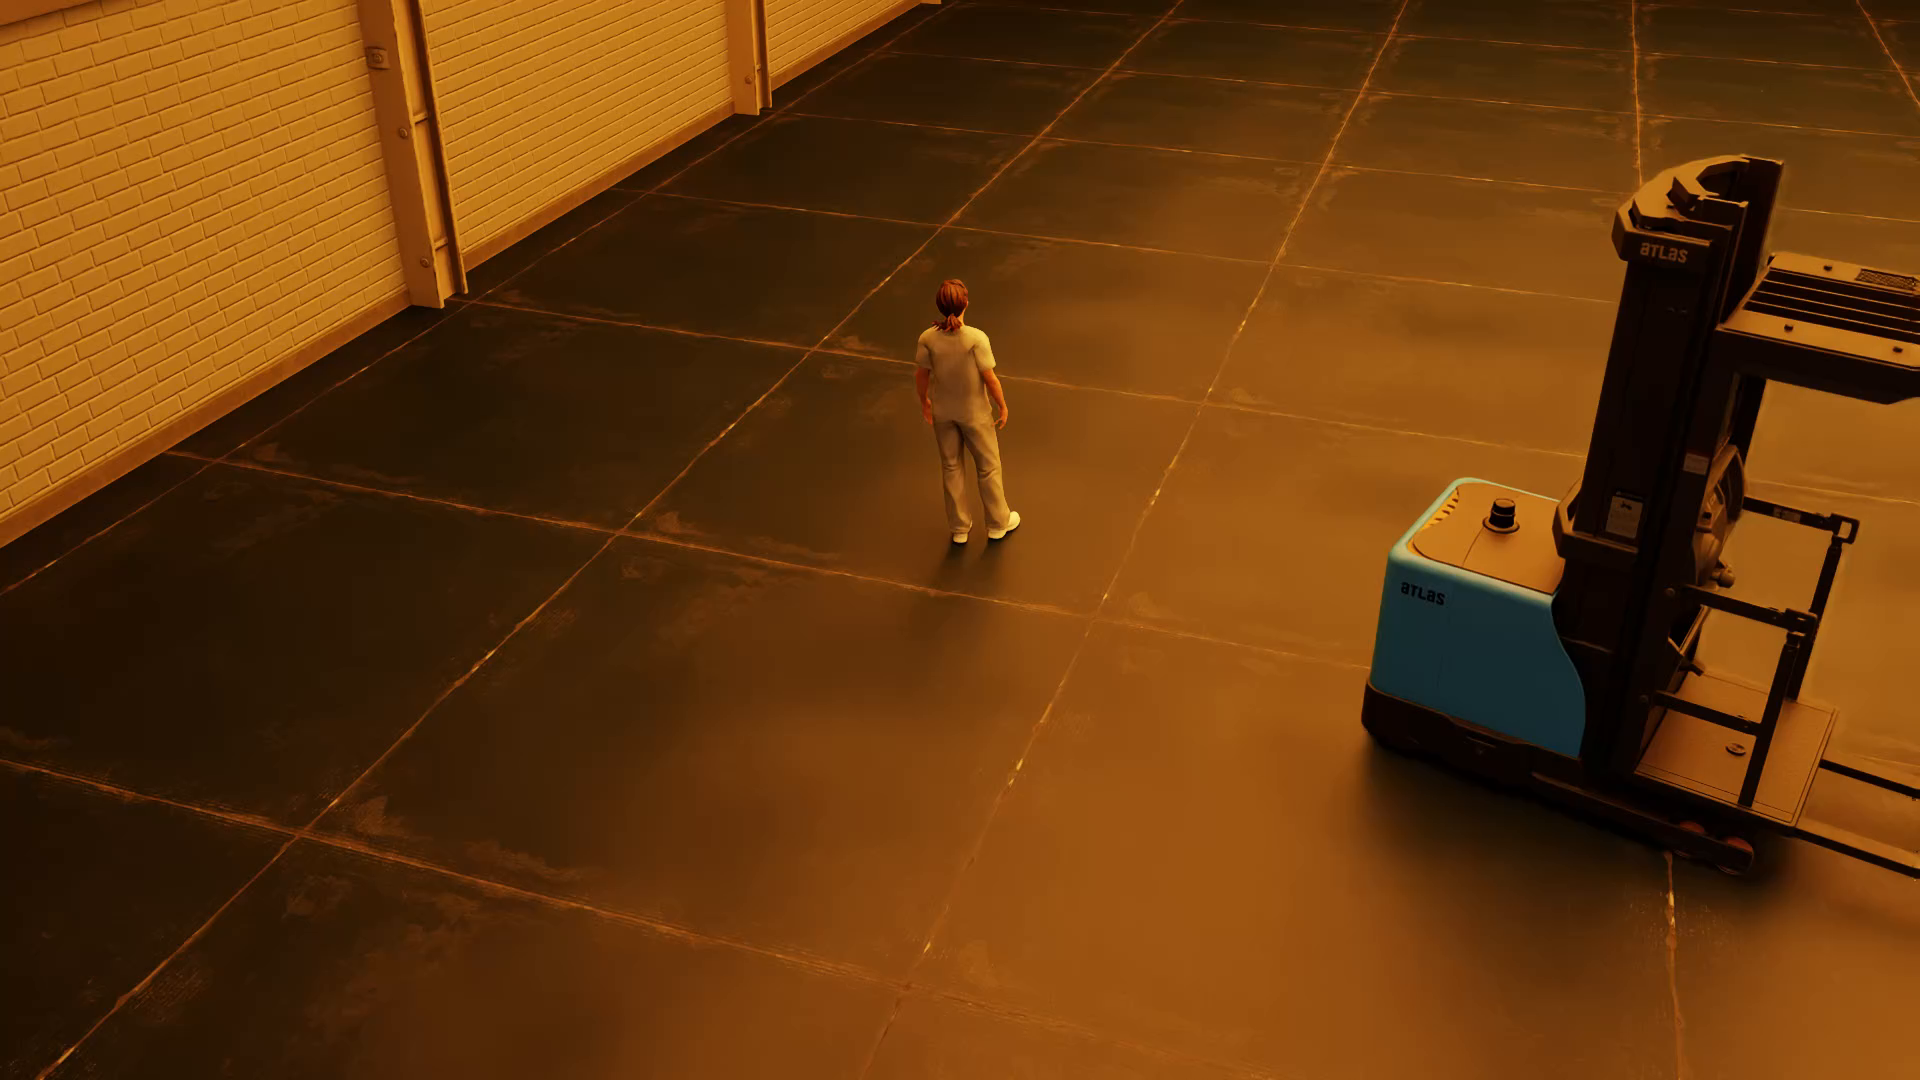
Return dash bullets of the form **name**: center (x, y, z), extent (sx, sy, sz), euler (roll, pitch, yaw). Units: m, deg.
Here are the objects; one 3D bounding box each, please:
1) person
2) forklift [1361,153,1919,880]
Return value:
- **person**: center (0.037, -0.767, 9.734), extent (0.549, 1.673, 0.548), euler (10, 31, 16)
- **forklift**: center (3.519, -0.074, 7.266), extent (3.031, 2.935, 1.130), euler (19, 35, 29)
